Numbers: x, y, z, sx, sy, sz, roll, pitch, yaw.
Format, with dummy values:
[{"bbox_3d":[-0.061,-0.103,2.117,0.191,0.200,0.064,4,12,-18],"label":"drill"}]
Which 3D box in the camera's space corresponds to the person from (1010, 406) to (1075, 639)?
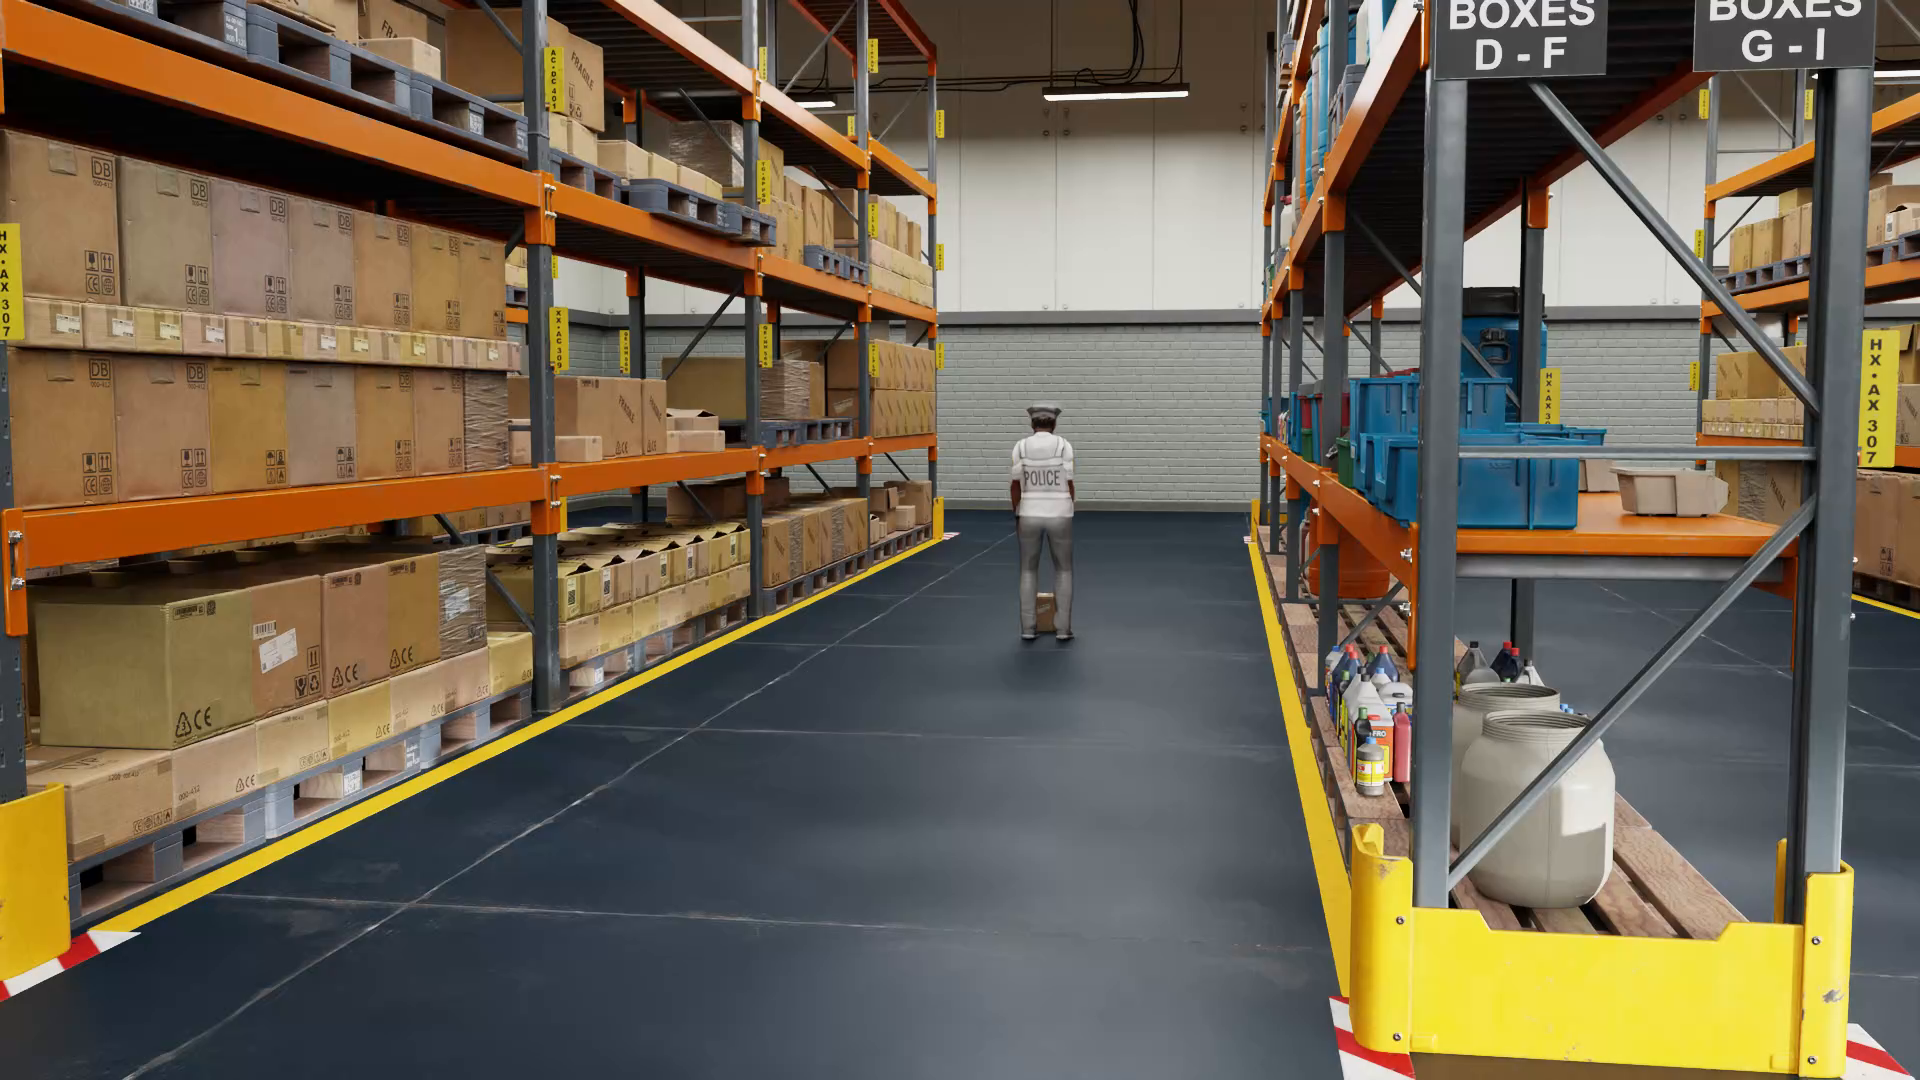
[{"bbox_3d":[0.576,-0.119,11.625,0.450,1.636,0.410,1,5,10],"label":"person"}]
